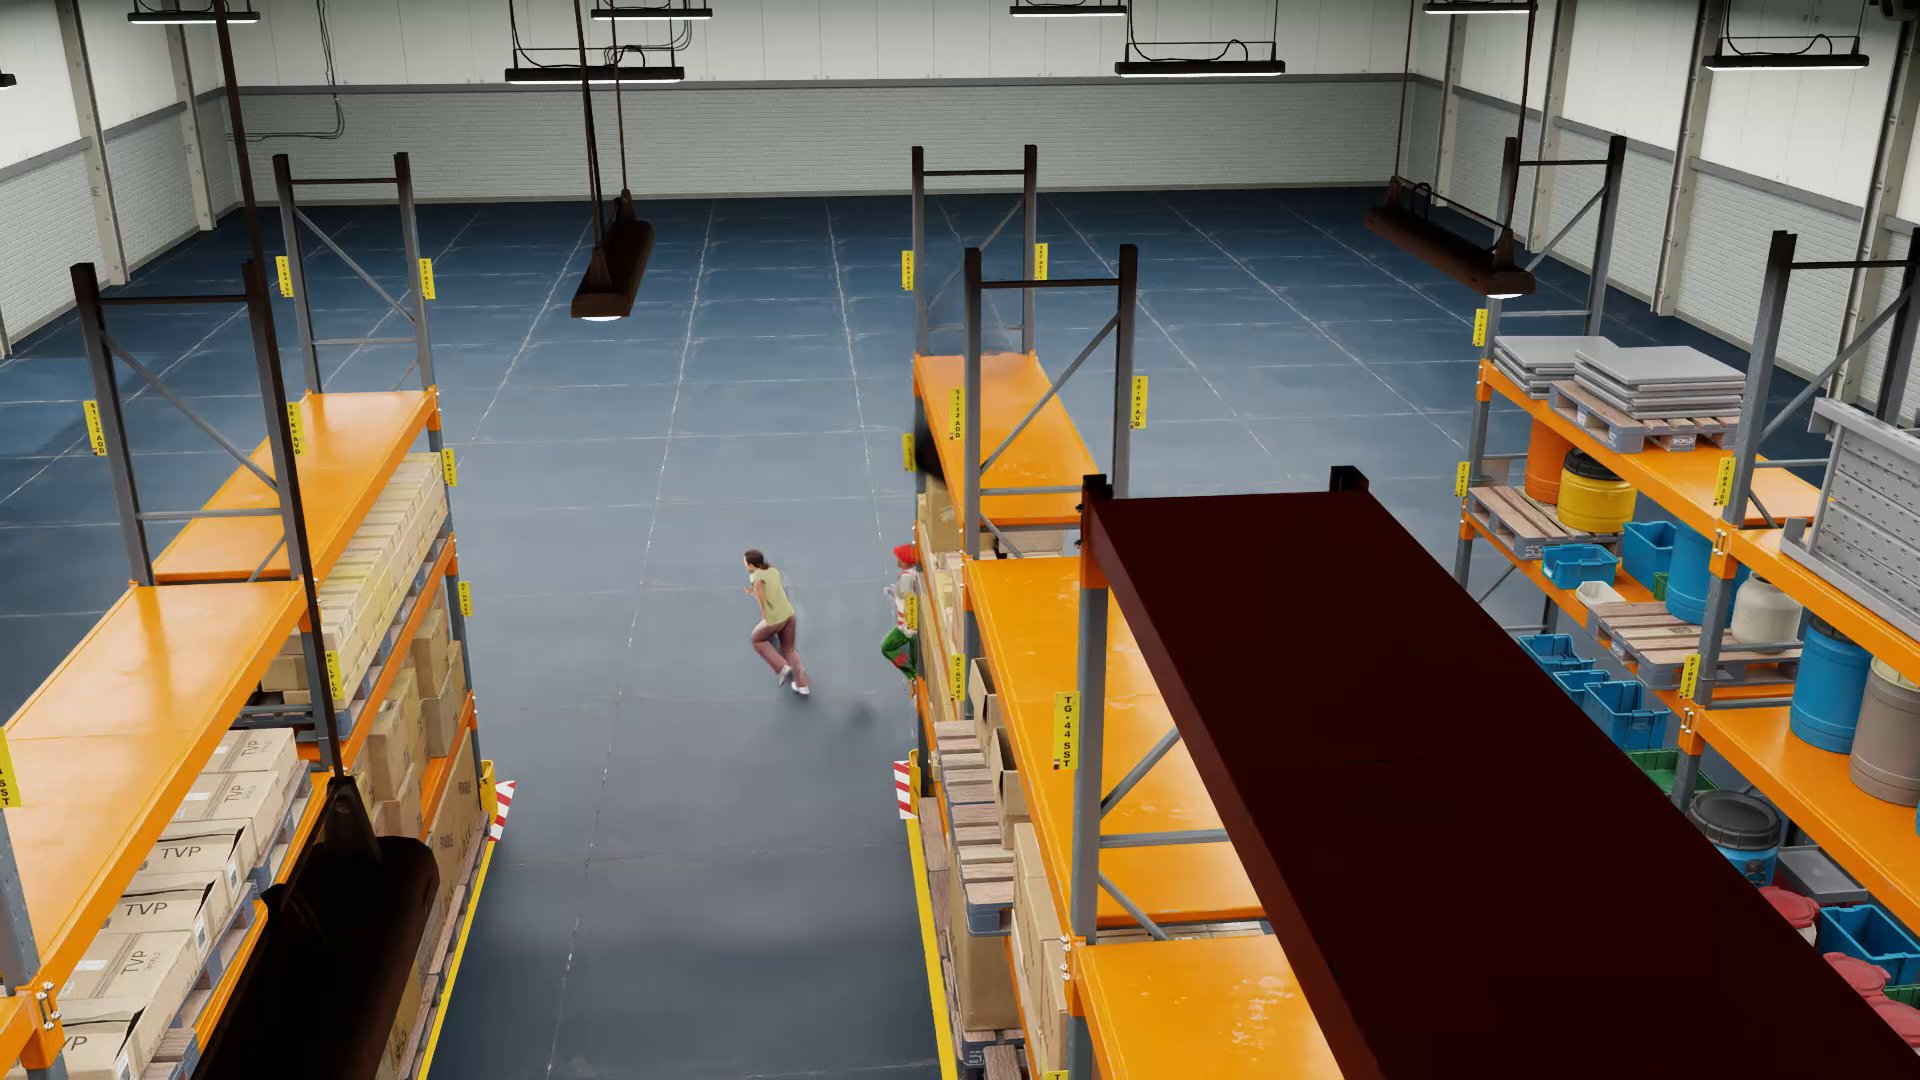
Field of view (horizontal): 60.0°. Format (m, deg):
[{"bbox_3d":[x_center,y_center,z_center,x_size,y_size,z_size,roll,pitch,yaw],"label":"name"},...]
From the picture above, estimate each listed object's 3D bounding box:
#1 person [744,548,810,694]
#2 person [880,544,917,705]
[{"bbox_3d":[-1.962,0.858,17.390,0.880,1.510,0.610,13,25,30],"label":"person"},{"bbox_3d":[-0.537,0.869,17.046,0.738,1.727,0.706,14,25,31],"label":"person"}]
